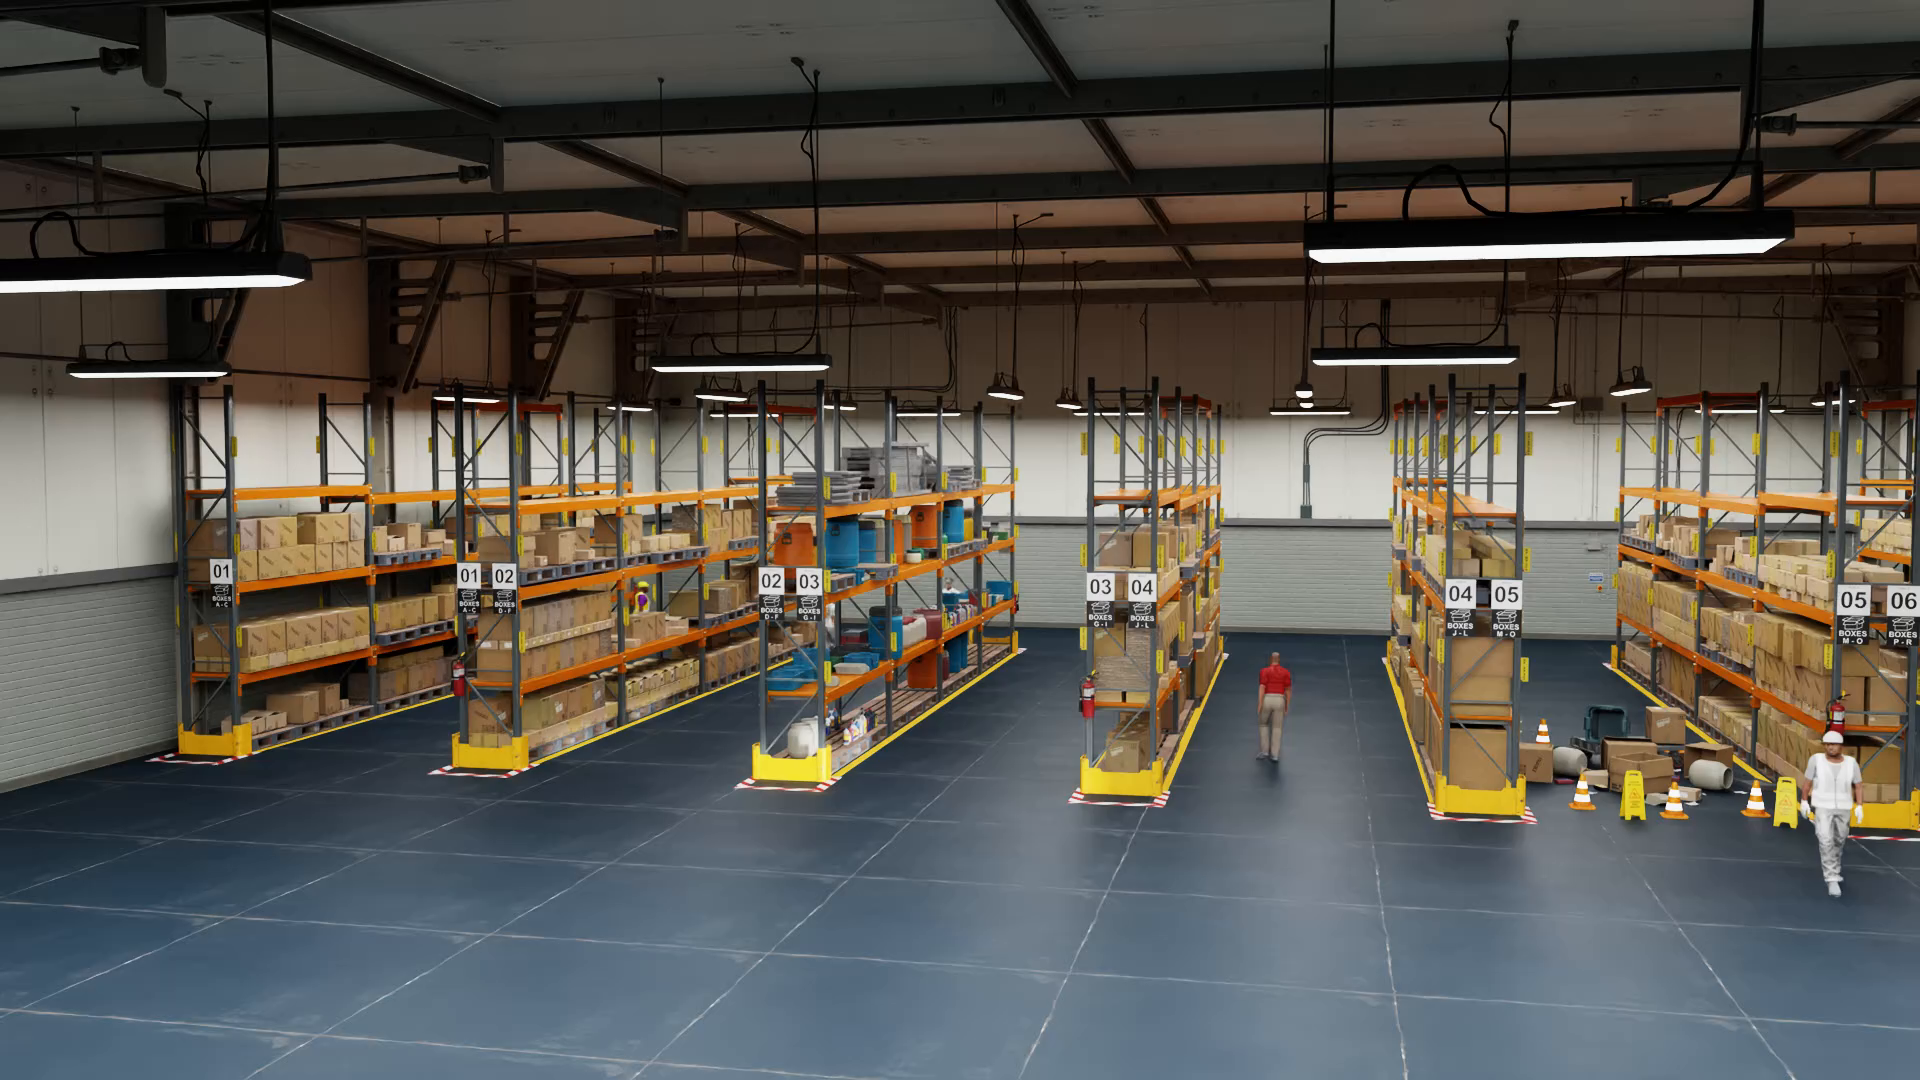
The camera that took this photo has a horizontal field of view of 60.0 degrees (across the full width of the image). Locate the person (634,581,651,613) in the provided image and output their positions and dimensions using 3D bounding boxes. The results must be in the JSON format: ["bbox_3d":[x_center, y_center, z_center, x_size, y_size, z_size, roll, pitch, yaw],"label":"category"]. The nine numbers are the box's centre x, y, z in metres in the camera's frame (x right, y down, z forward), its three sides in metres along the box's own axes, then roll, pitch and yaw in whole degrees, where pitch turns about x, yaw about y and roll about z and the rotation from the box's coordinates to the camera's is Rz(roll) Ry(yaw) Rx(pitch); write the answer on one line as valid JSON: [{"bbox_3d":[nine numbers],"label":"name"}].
[{"bbox_3d":[-7.682,1.873,40.033,0.561,1.748,0.537,3,4,43],"label":"person"}]

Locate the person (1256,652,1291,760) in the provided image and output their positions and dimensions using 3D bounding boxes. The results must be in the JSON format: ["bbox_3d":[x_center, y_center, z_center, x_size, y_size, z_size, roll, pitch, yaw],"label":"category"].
[{"bbox_3d":[5.025,2.687,26.597,0.545,1.782,0.599,0,3,7],"label":"person"}]

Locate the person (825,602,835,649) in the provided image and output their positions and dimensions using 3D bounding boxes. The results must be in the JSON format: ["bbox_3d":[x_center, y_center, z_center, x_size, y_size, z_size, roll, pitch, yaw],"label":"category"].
[{"bbox_3d":[-2.958,2.040,38.097,0.465,1.667,0.552,-3,4,-41],"label":"person"}]

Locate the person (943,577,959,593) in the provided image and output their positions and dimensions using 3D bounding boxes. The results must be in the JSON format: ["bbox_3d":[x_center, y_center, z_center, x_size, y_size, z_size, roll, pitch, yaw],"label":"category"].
[{"bbox_3d":[-0.338,1.794,41.444,0.533,1.729,0.976,3,4,41],"label":"person"}]

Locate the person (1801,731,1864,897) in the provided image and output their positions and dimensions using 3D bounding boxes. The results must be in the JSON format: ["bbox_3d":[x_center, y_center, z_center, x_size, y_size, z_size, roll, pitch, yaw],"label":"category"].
[{"bbox_3d":[9.905,3.063,18.842,0.586,1.795,0.821,1,3,14],"label":"person"}]
